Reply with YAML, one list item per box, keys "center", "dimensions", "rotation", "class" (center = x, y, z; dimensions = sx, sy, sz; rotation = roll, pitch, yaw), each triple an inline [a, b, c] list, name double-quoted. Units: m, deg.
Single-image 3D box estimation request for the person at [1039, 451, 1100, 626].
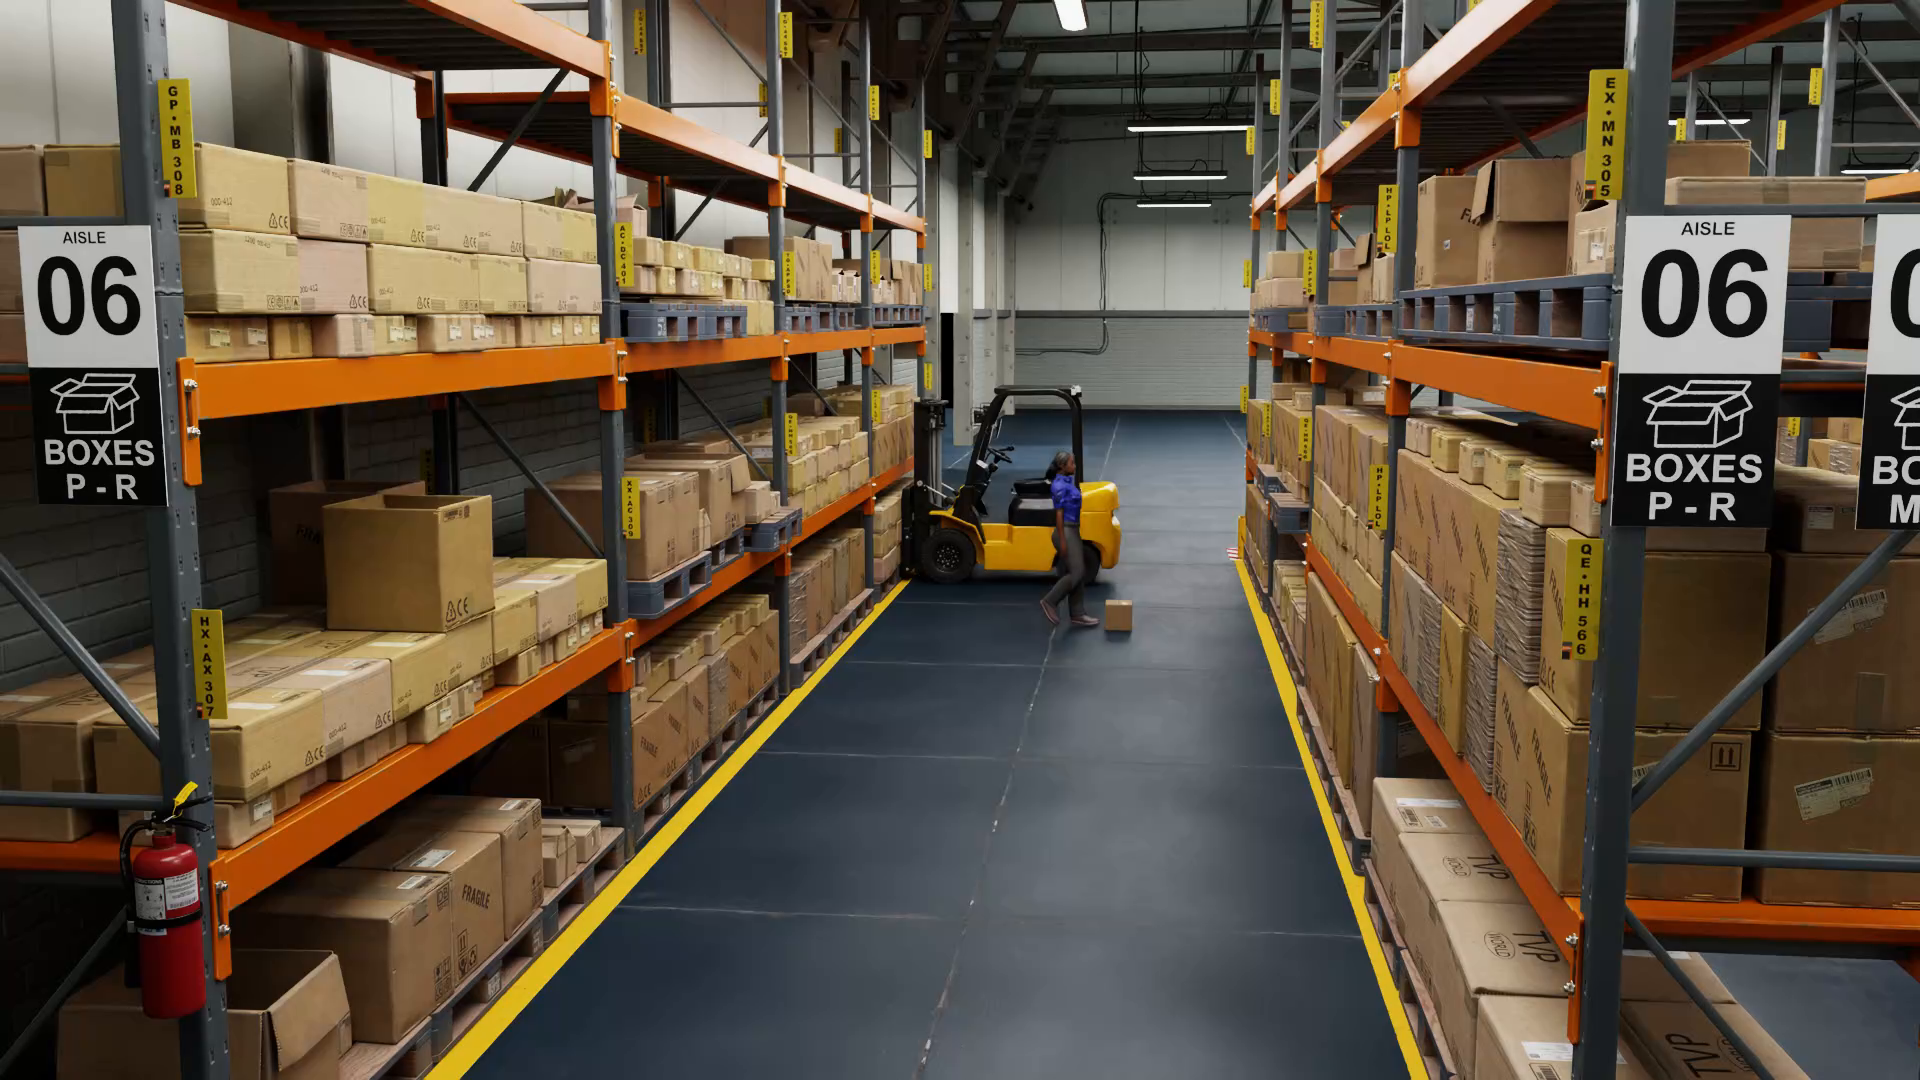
- center: [1.050, -0.010, 15.722]
  dimensions: [0.551, 1.655, 0.490]
  rotation: [2, 8, 15]
  class: "person"
